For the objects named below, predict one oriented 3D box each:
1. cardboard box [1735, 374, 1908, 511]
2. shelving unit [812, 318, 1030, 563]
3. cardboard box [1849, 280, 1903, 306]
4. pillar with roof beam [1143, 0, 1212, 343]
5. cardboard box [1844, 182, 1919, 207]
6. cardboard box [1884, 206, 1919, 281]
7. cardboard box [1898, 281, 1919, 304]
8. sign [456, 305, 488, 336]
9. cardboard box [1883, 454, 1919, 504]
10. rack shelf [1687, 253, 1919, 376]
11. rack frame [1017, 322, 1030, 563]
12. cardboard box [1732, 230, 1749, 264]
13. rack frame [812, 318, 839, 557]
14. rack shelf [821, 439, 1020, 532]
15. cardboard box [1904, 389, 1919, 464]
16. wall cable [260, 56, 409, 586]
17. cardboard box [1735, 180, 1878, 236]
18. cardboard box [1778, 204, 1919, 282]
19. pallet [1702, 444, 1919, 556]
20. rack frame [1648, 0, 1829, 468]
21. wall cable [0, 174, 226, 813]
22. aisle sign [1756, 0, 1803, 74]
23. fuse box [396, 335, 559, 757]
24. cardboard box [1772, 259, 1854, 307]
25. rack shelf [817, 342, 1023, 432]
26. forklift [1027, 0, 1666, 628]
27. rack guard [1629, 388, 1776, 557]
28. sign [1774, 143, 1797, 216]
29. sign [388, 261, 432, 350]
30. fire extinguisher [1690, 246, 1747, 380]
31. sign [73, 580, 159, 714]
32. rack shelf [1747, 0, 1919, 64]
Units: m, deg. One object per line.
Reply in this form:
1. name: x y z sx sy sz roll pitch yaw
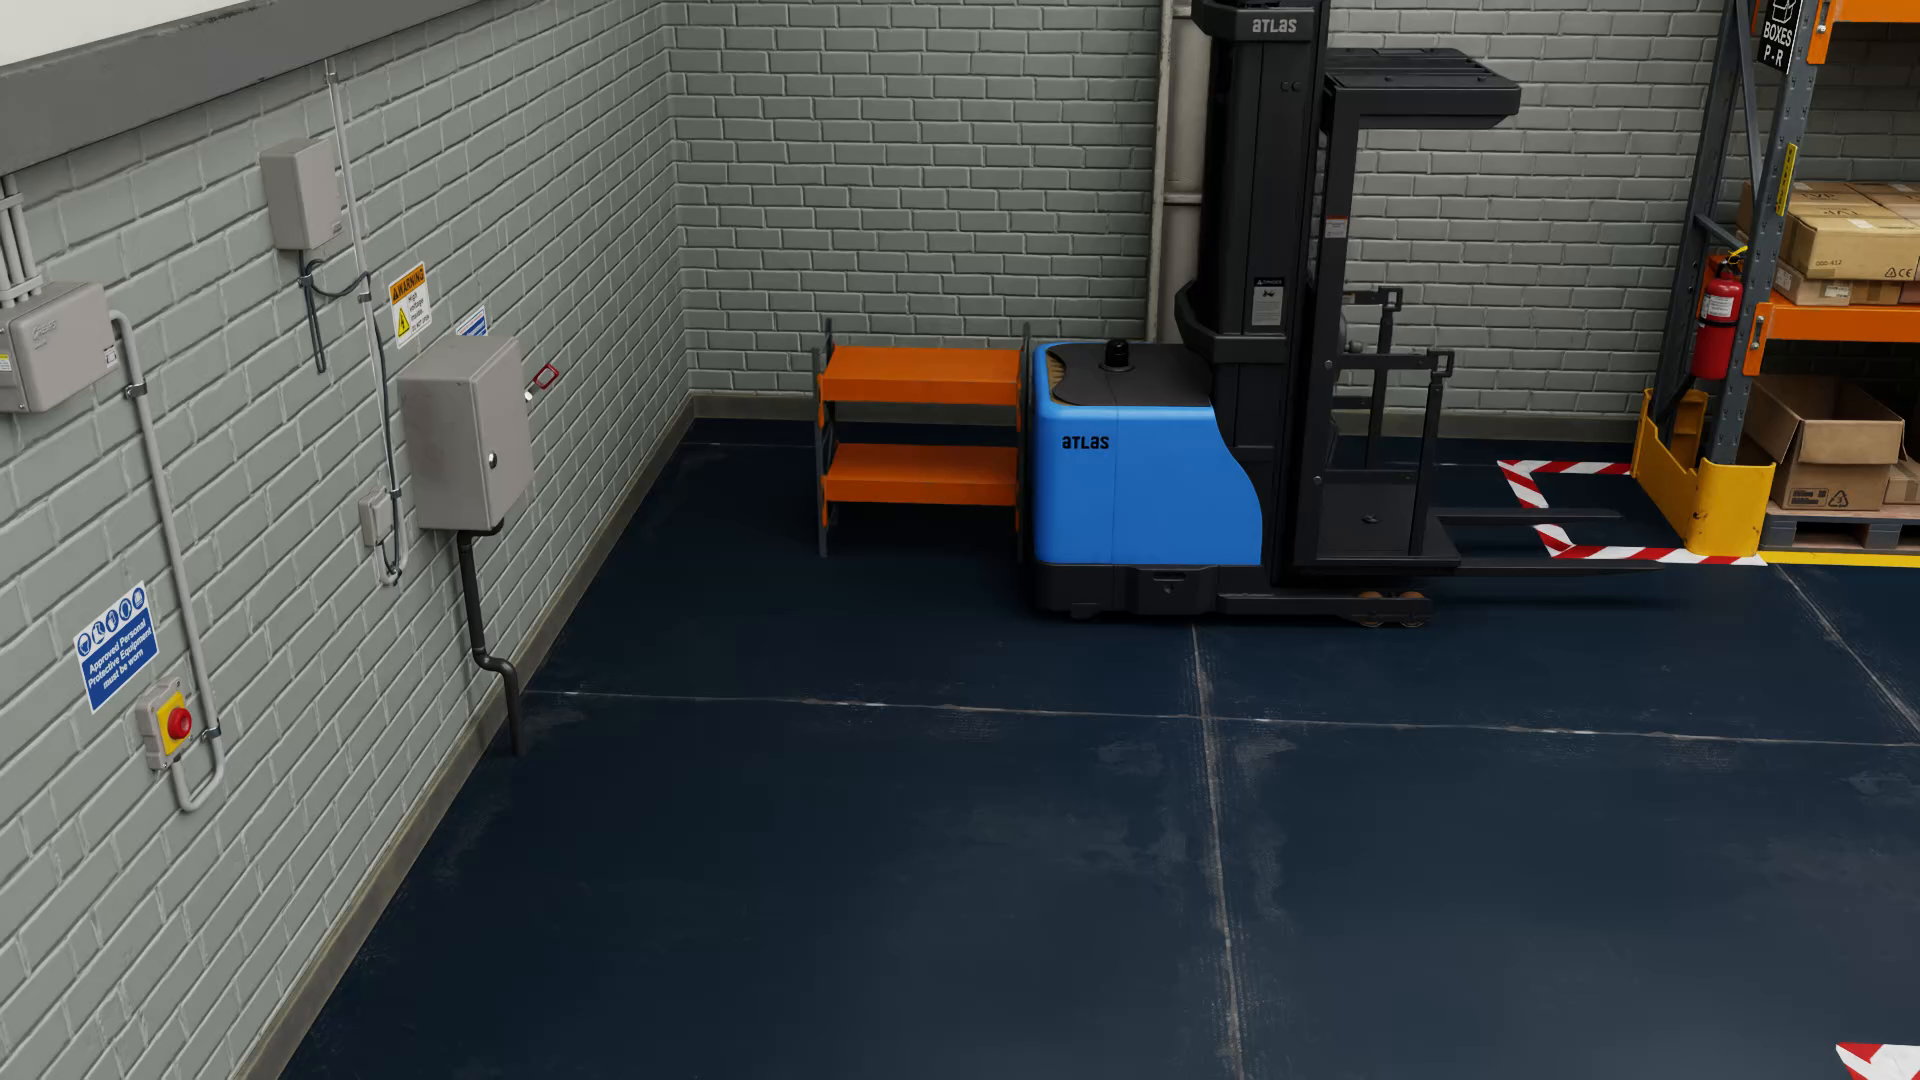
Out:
1. cardboard box: 4.515 -0.521 8.778 0.637 0.503 0.797 1 25 2
2. shelving unit: -0.182 -0.511 8.515 1.048 1.125 0.538 2 25 4
3. cardboard box: 4.477 -1.295 8.277 0.250 0.149 0.380 2 25 5
4. pillar with roof beam: 0.964 -2.916 4.322 0.400 9.000 9.100 2 25 4
5. cardboard box: 4.906 -1.669 8.613 0.500 0.250 0.500 2 25 4
6. cardboard box: 4.847 -1.447 8.131 0.500 0.250 0.500 2 25 5
7. cardboard box: 4.741 -1.301 8.290 0.250 0.149 0.380 2 25 3
8. sign: -1.950 -0.665 6.721 0.001 0.494 0.329 2 25 4
9. cardboard box: 4.936 -0.330 8.787 0.250 0.149 0.380 1 25 2
10. rack shelf: 5.907 -1.132 8.483 4.000 0.370 1.077 2 25 4
11. rack frame: 0.325 -0.496 8.483 0.032 1.125 0.500 2 25 4
12. cardboard box: 4.264 -1.510 8.744 0.250 0.149 0.380 2 25 3
13. rack frame: -0.690 -0.526 8.547 0.032 1.125 0.500 2 25 4
14. rack shelf: -0.182 -0.289 8.617 1.000 0.278 0.538 2 25 4
15. cardboard box: 5.365 -0.476 8.684 0.500 0.500 0.700 3 25 6
16. wall cable: -1.990 -0.678 5.420 0.122 1.984 0.588 2 25 4
17. cardboard box: 4.392 -1.686 8.649 0.500 0.250 0.500 3 25 6
18. cardboard box: 4.345 -1.463 8.165 0.500 0.250 0.500 2 25 4
19. pallet: 4.784 -0.229 8.995 1.213 0.211 1.003 2 25 4
20. rack frame: 3.913 -1.523 8.472 0.127 3.000 1.000 2 25 4
21. wall cable: -2.087 -0.101 4.128 0.123 1.953 0.585 2 25 4
22. aisle sign: 3.822 -2.584 7.667 0.004 0.787 0.394 2 25 4
23. fuse box: -1.781 0.089 6.509 0.414 1.711 0.539 2 25 4
24. cardboard box: 4.220 -1.284 8.253 0.250 0.149 0.380 2 25 4
25. rack shelf: -0.182 -0.777 8.392 1.000 0.278 0.538 2 25 4
26. forklift: 1.859 -1.143 7.728 3.031 2.935 1.130 0 25 1
27. rack guard: 3.989 -0.385 8.989 0.348 0.500 1.175 2 25 4
28. sign: 3.871 -1.690 7.799 0.005 0.325 0.100 2 25 4
29. sign: -1.992 -0.855 6.031 0.001 0.242 0.339 2 25 4
30. fire extinguisher: 3.731 -1.131 8.158 0.183 0.674 0.296 2 25 4
31. sign: -2.152 0.270 4.251 0.001 0.218 0.327 2 25 4
32. rack shelf: 5.907 -2.495 7.856 4.000 0.370 1.077 2 25 4
